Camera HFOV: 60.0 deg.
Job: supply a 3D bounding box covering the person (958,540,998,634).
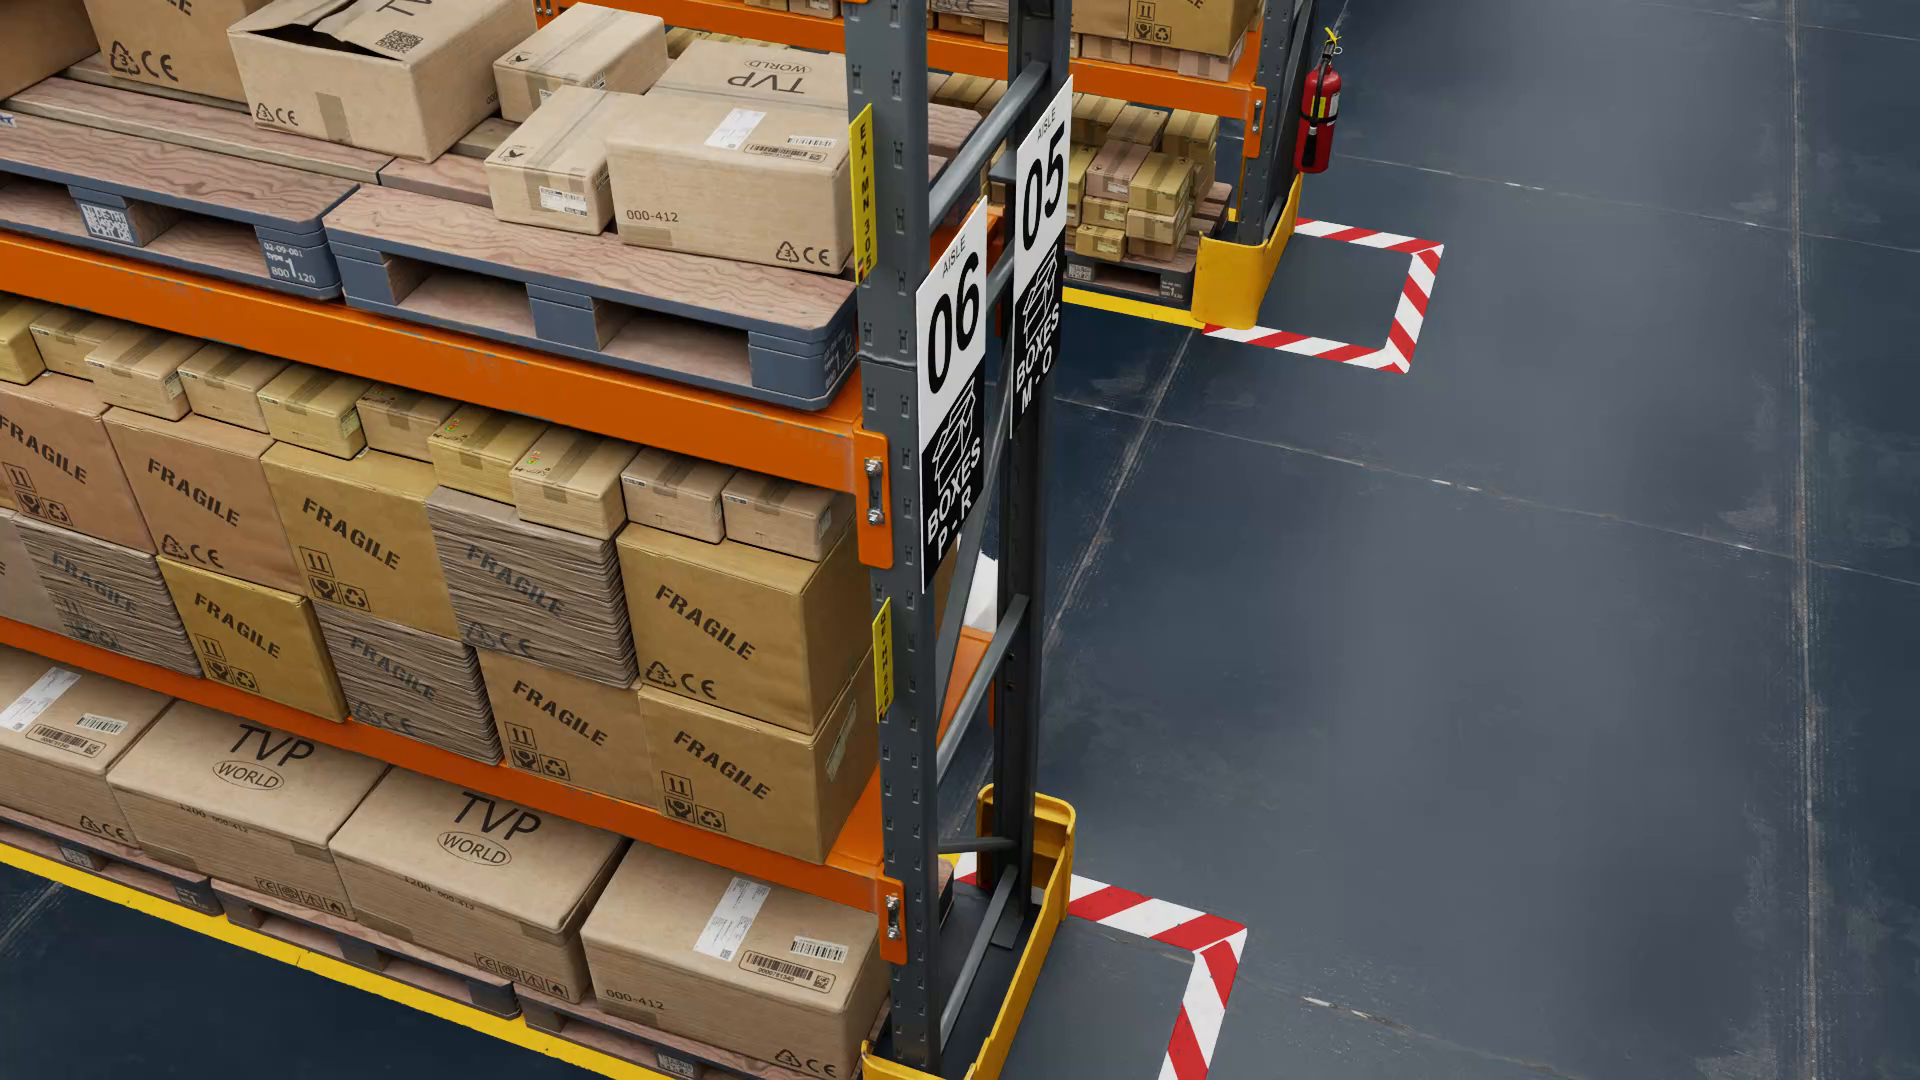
[{"bbox_3d":[-0.217,0.277,6.510,0.900,0.892,0.571,9,42,10],"label":"person"}]
